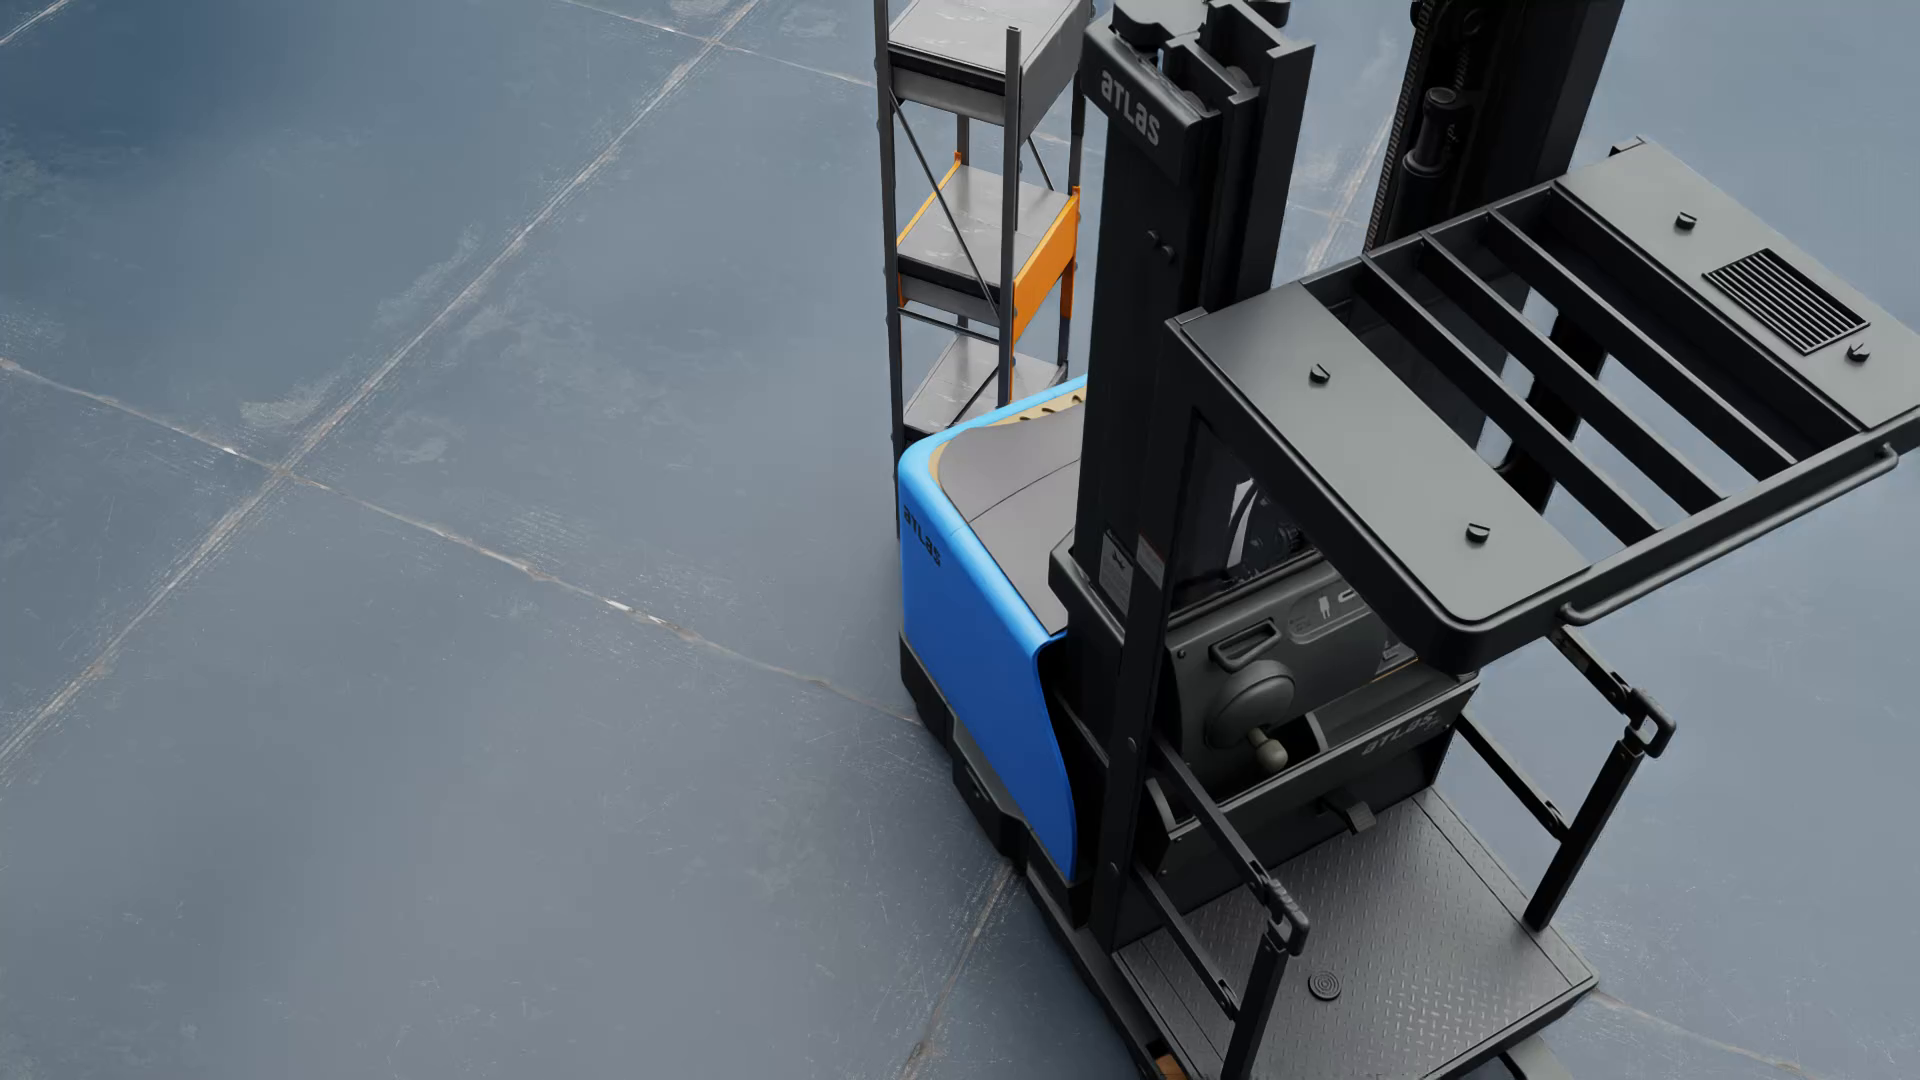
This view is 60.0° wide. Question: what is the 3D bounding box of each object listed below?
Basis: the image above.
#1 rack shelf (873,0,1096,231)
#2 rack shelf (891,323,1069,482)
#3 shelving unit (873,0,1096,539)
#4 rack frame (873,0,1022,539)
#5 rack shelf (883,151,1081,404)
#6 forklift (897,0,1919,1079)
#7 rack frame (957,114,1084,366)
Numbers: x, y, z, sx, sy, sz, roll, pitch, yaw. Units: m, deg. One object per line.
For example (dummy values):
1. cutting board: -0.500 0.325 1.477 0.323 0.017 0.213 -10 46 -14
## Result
1. rack shelf: 0.071 -1.239 4.525 0.431 0.518 0.480 20 52 16
2. rack shelf: 0.071 -0.332 5.591 0.431 0.518 0.480 20 52 16
3. shelving unit: 0.071 -0.794 5.047 0.431 2.100 0.503 20 52 16
4. rack frame: -0.034 -0.626 4.904 0.400 2.100 0.015 20 52 16
5. rack shelf: 0.071 -0.786 5.058 0.431 0.518 0.480 20 52 16
6. forklift: 0.965 0.302 3.569 1.130 2.935 3.031 -23 53 -18
7. rack frame: 0.175 -0.962 5.190 0.400 2.100 0.015 20 52 16
